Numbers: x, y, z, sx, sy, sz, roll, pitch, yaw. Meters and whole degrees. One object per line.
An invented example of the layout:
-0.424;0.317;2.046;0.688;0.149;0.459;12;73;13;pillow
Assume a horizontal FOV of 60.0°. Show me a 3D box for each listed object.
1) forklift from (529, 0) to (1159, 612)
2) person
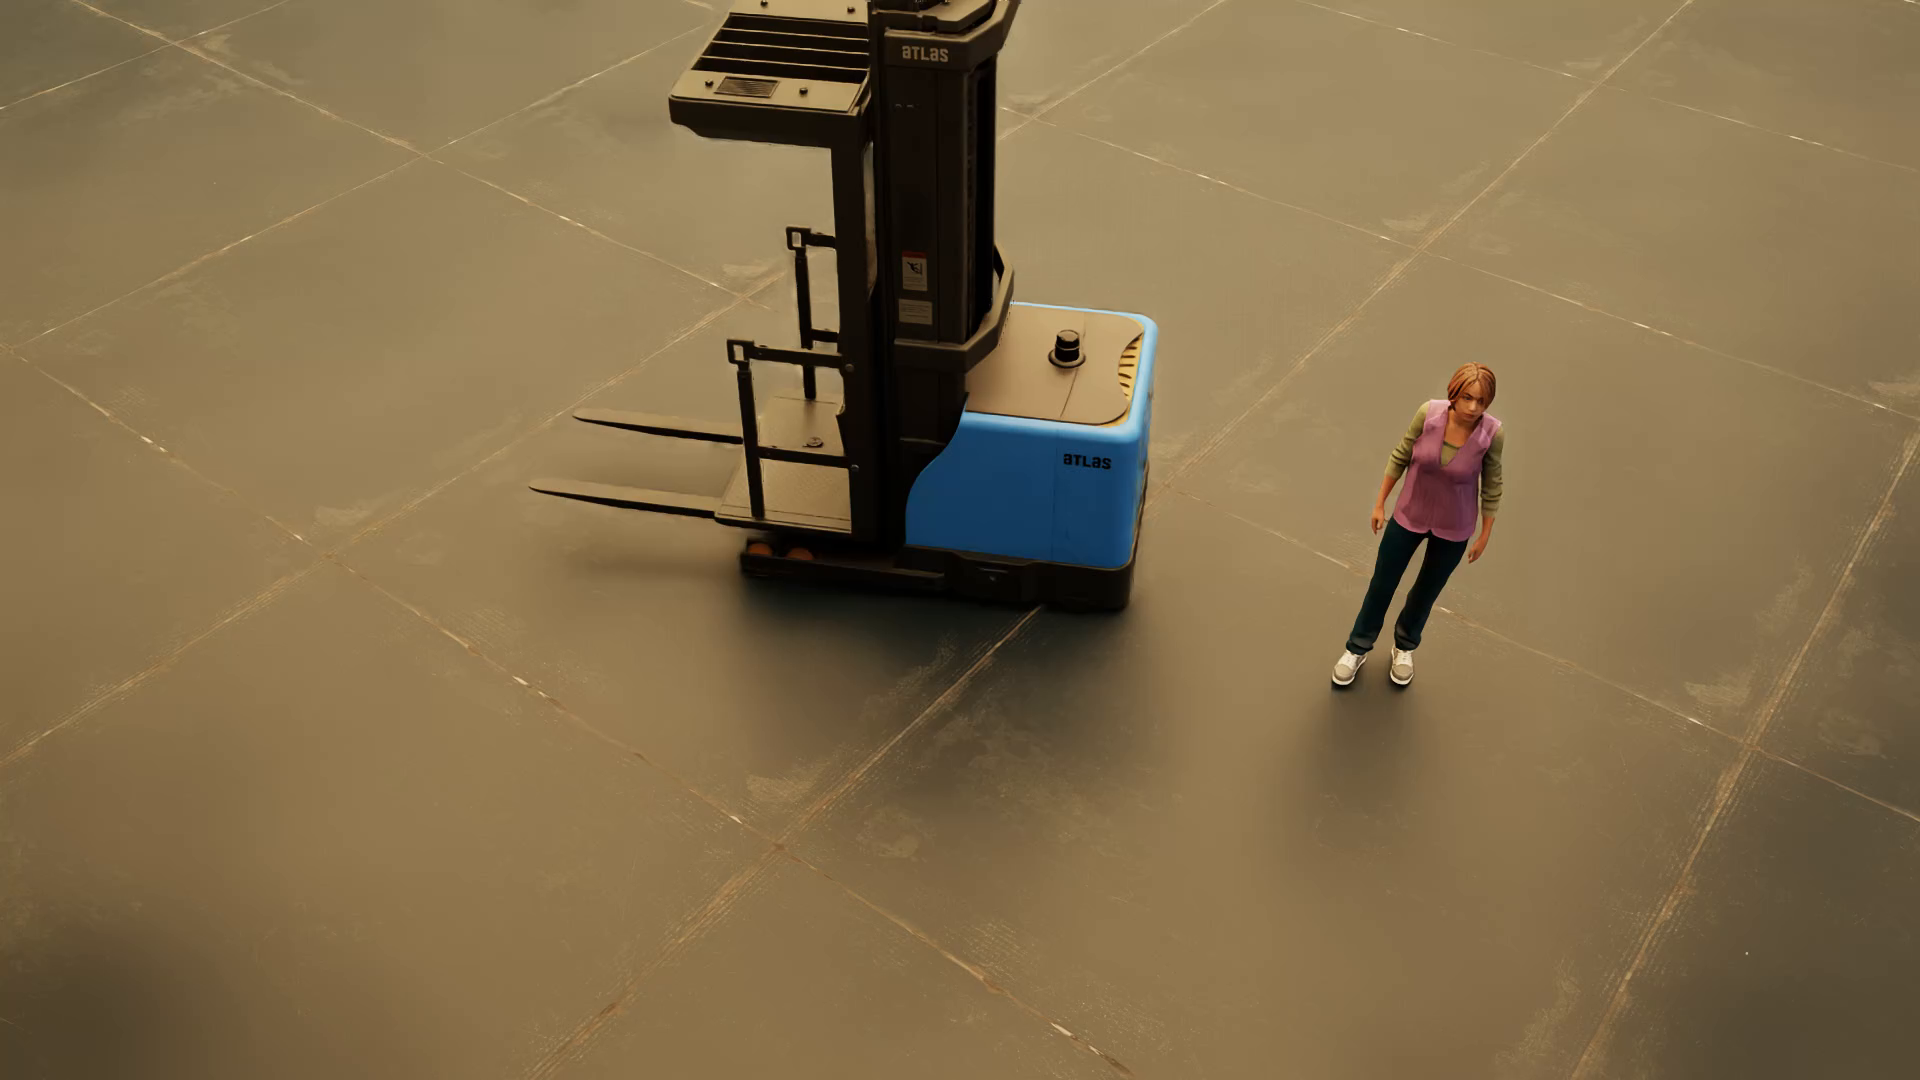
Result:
-0.607;-1.242;7.531;3.031;2.935;1.130;7;41;8;forklift
2.001;-0.027;7.123;0.518;1.597;0.476;15;43;17;person
